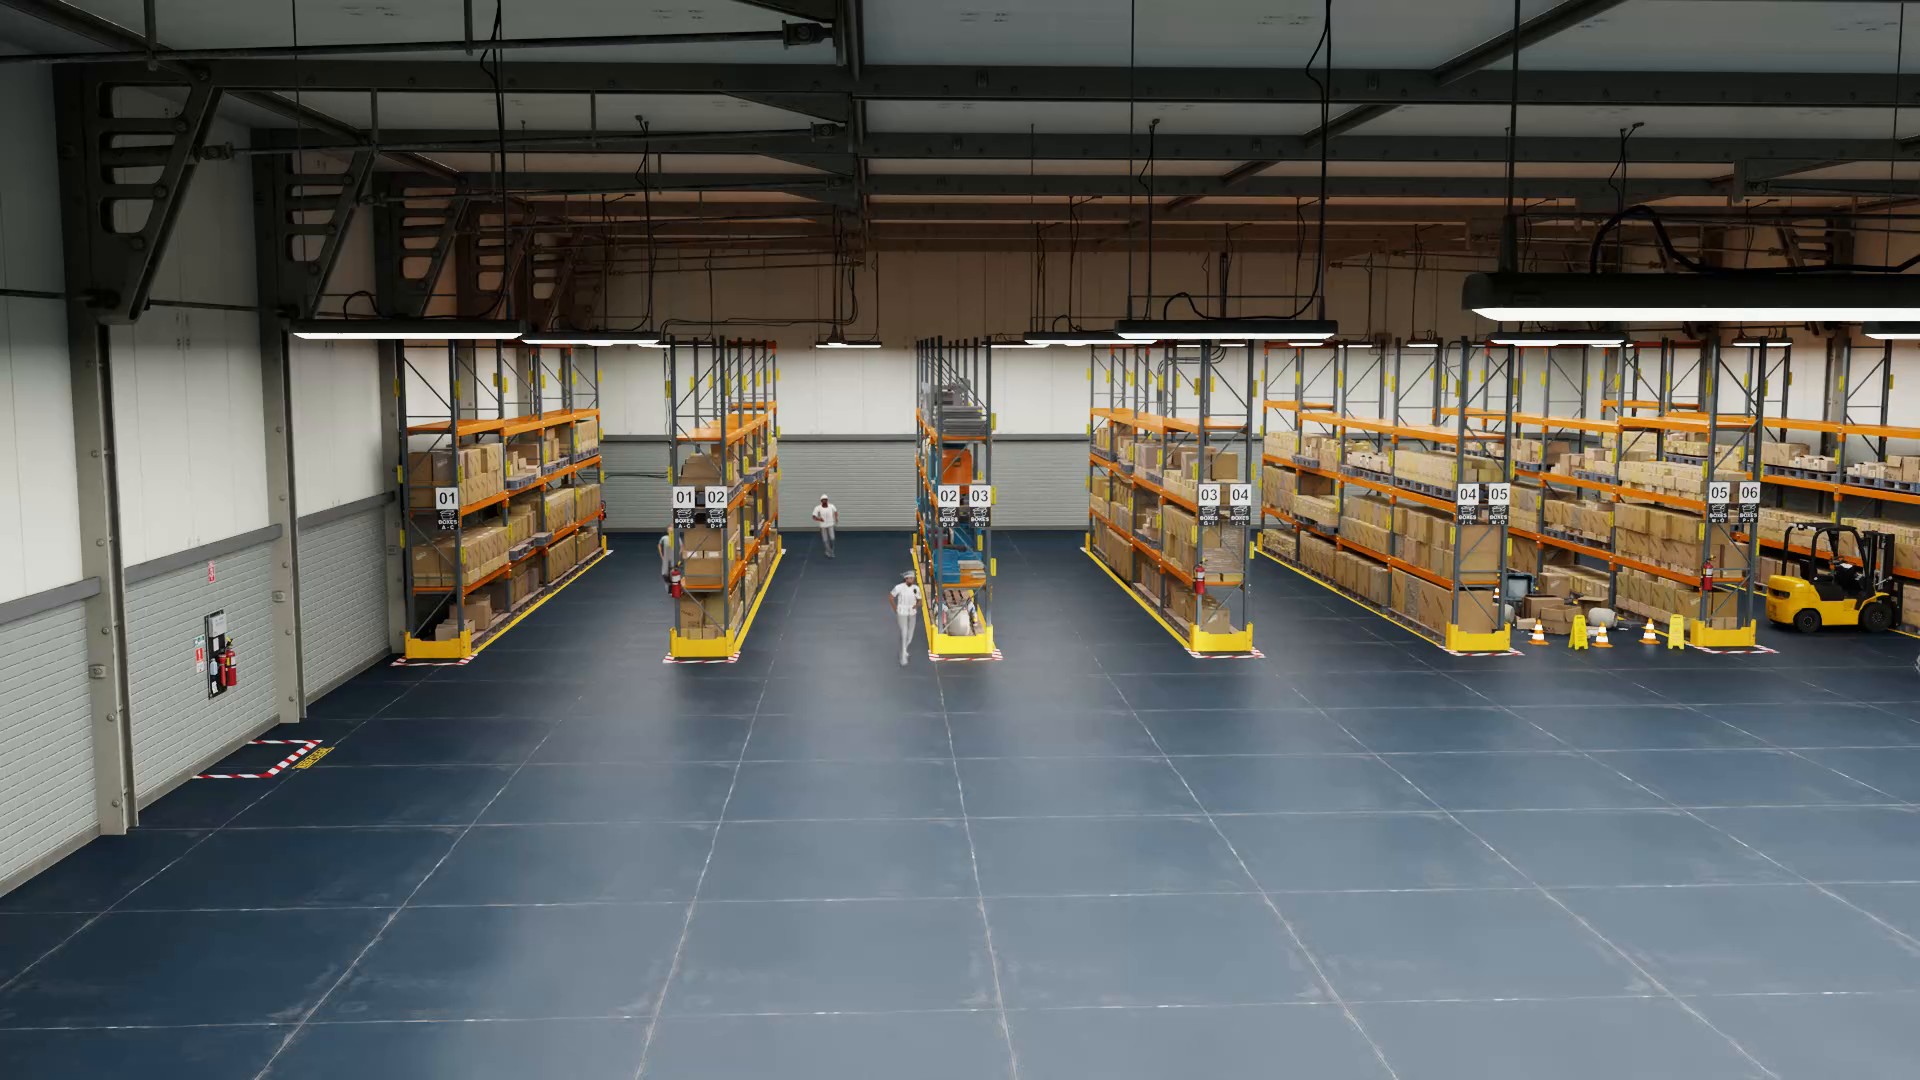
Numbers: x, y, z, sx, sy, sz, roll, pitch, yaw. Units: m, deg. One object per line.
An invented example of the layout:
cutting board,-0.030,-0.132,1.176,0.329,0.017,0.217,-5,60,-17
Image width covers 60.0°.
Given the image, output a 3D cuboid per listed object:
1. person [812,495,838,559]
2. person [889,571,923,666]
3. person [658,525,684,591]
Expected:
person,-3.719,-0.358,46.000,0.731,1.789,0.600,-2,7,-15
person,-0.968,1.409,30.727,0.579,1.718,0.861,-3,7,-24
person,-6.809,0.470,39.102,0.609,1.638,0.527,0,6,1
